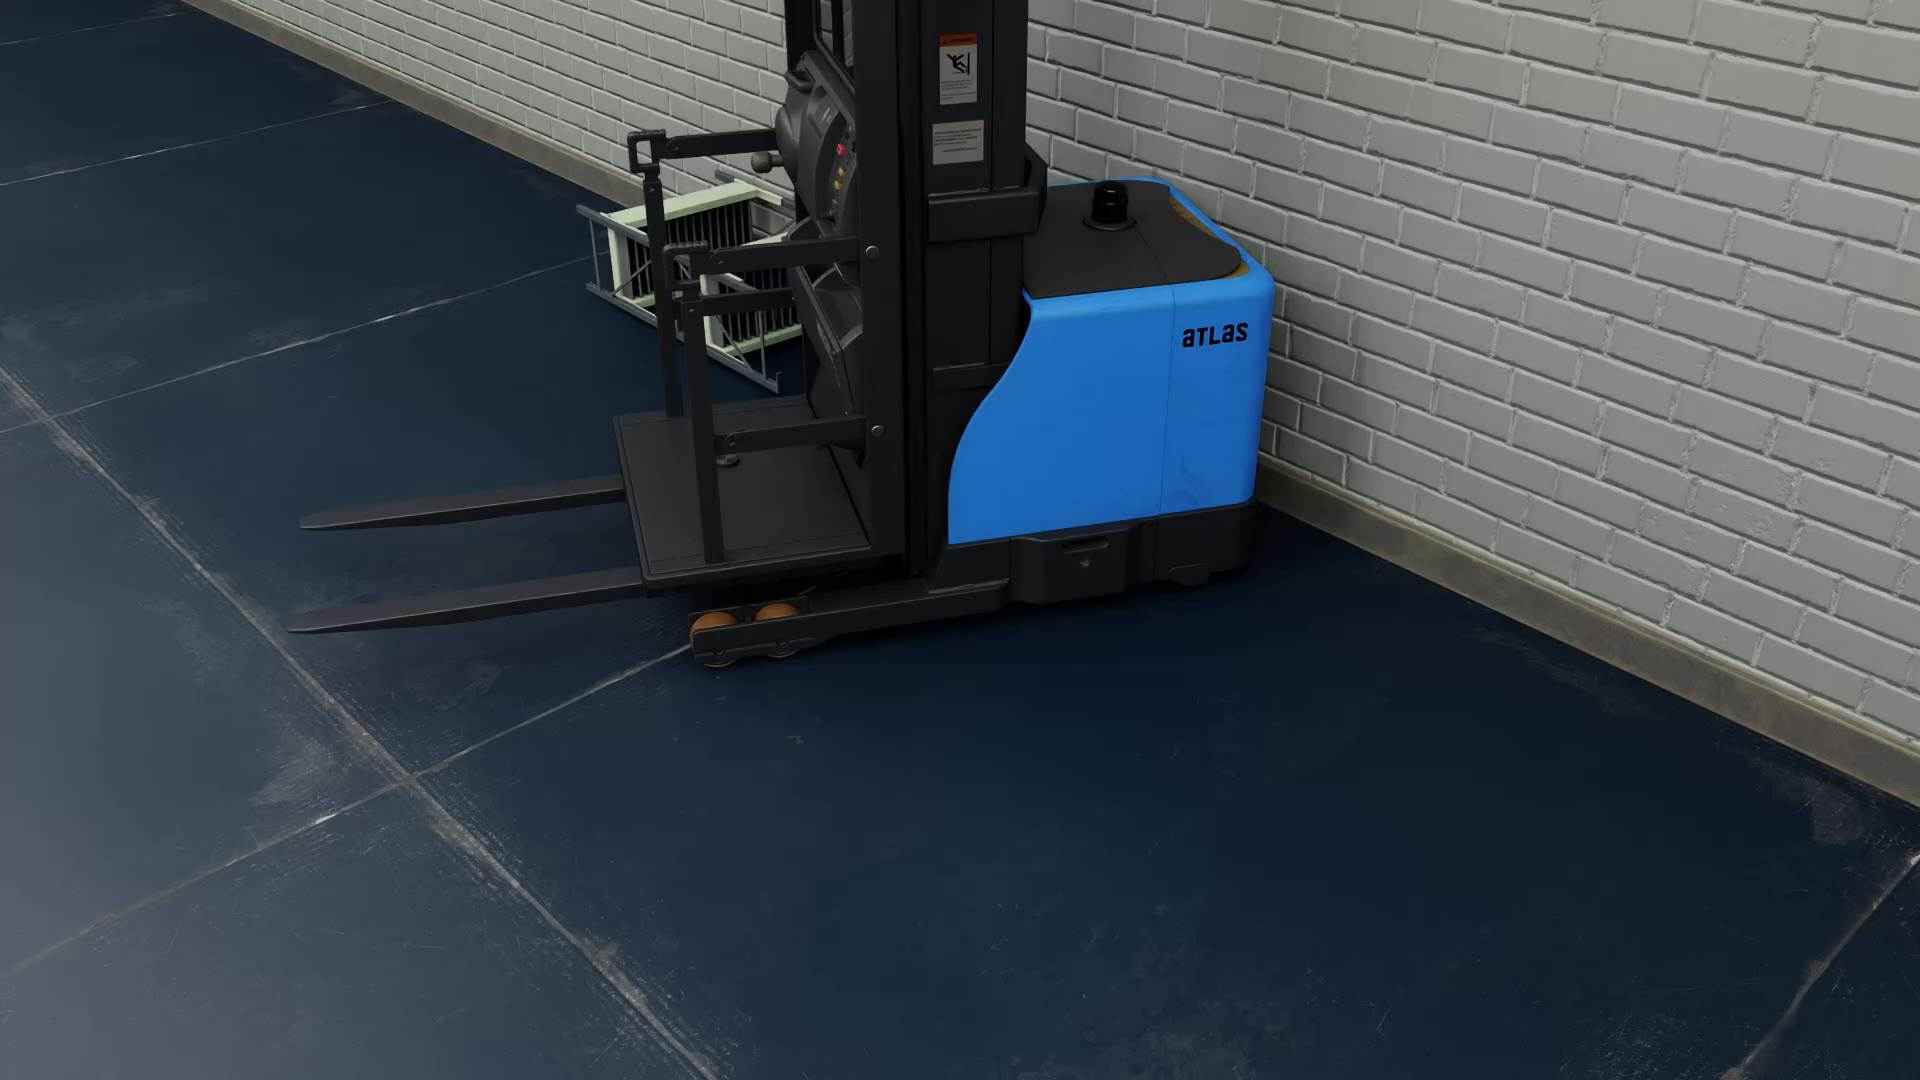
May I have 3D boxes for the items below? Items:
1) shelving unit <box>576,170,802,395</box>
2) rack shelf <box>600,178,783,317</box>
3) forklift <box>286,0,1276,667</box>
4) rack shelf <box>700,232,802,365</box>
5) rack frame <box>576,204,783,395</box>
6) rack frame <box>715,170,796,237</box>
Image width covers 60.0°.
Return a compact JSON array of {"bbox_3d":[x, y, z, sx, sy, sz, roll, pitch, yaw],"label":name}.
[{"bbox_3d":[-0.926,-1.156,7.193,0.755,0.431,1.500,-24,37,-34],"label":"shelving unit"},{"bbox_3d":[-1.181,-1.302,7.450,0.720,0.431,0.370,-24,37,-34],"label":"rack shelf"},{"bbox_3d":[-0.604,-1.166,4.847,3.031,2.935,1.130,-8,32,-13],"label":"forklift"},{"bbox_3d":[-0.713,-1.034,6.979,0.720,0.431,0.370,-24,37,-34],"label":"rack shelf"},{"bbox_3d":[-1.203,-1.034,6.987,0.023,0.400,1.500,-24,37,-34],"label":"rack frame"},{"bbox_3d":[-0.649,-1.278,7.399,0.023,0.400,1.500,-24,37,-34],"label":"rack frame"}]
